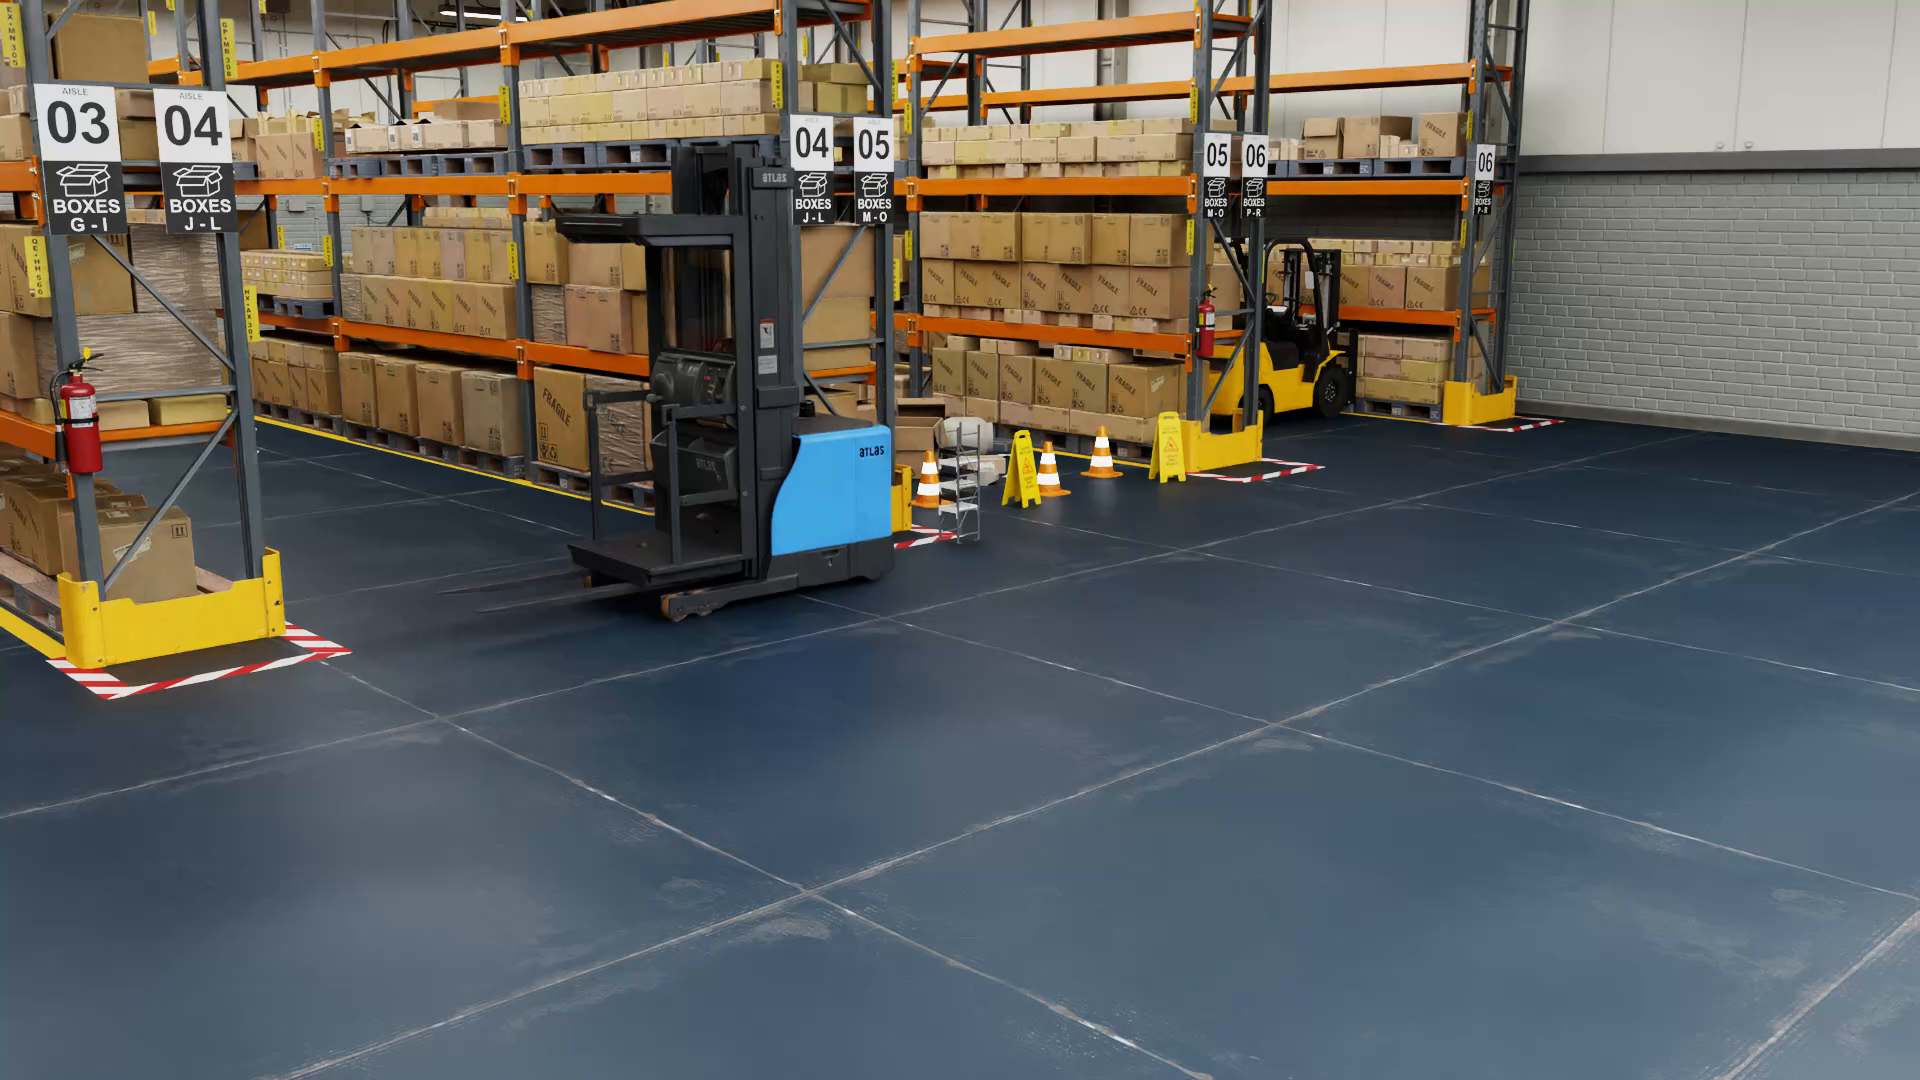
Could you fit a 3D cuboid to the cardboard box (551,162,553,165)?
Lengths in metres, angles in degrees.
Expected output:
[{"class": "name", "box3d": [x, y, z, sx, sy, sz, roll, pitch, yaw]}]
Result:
[{"class": "cardboard box", "box3d": [-5.951, -5.851, 24.905, 0.500, 0.500, 0.500, -11, 16, -42]}]

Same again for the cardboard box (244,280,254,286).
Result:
[{"class": "cardboard box", "box3d": [-8.190, -2.992, 19.583, 0.250, 0.149, 0.380, 11, 16, 43]}]

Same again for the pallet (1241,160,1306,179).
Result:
[{"class": "pallet", "box3d": [4.023, -4.792, 21.524, 1.003, 0.211, 1.213, -11, 16, -43]}]

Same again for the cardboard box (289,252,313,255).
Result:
[{"class": "cardboard box", "box3d": [-7.889, -3.410, 20.139, 0.250, 0.149, 0.380, 11, 16, 43]}]

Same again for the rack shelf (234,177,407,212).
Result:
[{"class": "rack shelf", "box3d": [-7.826, -4.083, 19.645, 1.077, 0.370, 4.000, -11, 16, -43]}]

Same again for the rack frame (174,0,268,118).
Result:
[{"class": "rack frame", "box3d": [-9.207, -6.196, 20.687, 1.000, 3.000, 0.127, -11, 16, -43]}]

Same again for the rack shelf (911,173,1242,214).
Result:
[{"class": "rack shelf", "box3d": [1.209, -3.620, 17.398, 1.077, 0.370, 4.000, -11, 16, -43]}]

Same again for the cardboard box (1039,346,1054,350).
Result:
[{"class": "cardboard box", "box3d": [0.784, -1.898, 18.607, 0.500, 0.500, 0.500, -11, 16, -42]}]

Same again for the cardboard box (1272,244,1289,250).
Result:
[{"class": "cardboard box", "box3d": [4.152, -3.764, 21.156, 0.380, 0.149, 0.250, -11, 16, -43]}]

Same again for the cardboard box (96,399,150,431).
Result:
[{"class": "cardboard box", "box3d": [-4.923, -0.720, 9.596, 0.380, 0.149, 0.250, -11, 16, -43]}]

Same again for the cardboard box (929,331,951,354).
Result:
[{"class": "cardboard box", "box3d": [-0.132, -3.159, 25.964, 0.500, 0.500, 0.500, -11, 16, -43]}]

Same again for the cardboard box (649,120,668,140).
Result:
[{"class": "cardboard box", "box3d": [-2.271, -3.294, 13.368, 0.380, 0.149, 0.250, -11, 16, -42]}]

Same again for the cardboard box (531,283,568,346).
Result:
[{"class": "cardboard box", "box3d": [-3.419, -2.112, 15.357, 0.875, 0.550, 0.550, -11, 16, -43]}]

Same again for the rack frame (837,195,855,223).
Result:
[{"class": "rack frame", "box3d": [-2.109, -4.655, 28.072, 1.000, 3.000, 0.127, -11, 16, -43]}]

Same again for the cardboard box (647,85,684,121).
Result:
[{"class": "cardboard box", "box3d": [-2.151, -3.482, 13.290, 0.500, 0.250, 0.500, -11, 16, -43]}]

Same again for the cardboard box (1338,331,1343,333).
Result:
[{"class": "cardboard box", "box3d": [4.577, -2.497, 20.893, 0.500, 0.250, 0.500, -11, 16, -44]}]

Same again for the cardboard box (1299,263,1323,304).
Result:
[{"class": "cardboard box", "box3d": [4.587, -3.211, 20.817, 0.500, 0.500, 0.500, -11, 16, -42]}]

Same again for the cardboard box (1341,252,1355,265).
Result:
[{"class": "cardboard box", "box3d": [4.832, -3.466, 20.444, 0.380, 0.149, 0.250, -11, 16, -42]}]

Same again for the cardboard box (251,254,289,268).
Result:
[{"class": "cardboard box", "box3d": [-8.006, -3.245, 19.336, 0.380, 0.149, 0.250, -10, 15, -40]}]

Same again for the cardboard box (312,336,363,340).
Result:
[{"class": "cardboard box", "box3d": [-7.428, -2.305, 19.963, 0.500, 0.250, 0.500, -11, 16, -42]}]

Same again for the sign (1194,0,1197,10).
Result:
[{"class": "sign", "box3d": [3.032, -6.845, 21.322, 0.100, 0.325, 0.005, -11, 16, -43]}]

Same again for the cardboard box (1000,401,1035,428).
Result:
[{"class": "cardboard box", "box3d": [0.786, -1.377, 17.935, 0.500, 0.250, 0.500, -11, 16, -43]}]

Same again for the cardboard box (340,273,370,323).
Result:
[{"class": "cardboard box", "box3d": [-6.330, -2.620, 17.948, 0.500, 0.500, 0.500, -11, 16, -42]}]

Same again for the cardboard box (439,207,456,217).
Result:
[{"class": "cardboard box", "box3d": [-8.085, -5.230, 26.531, 0.380, 0.149, 0.250, -10, 15, -41]}]

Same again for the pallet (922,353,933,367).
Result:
[{"class": "pallet", "box3d": [0.165, -2.820, 26.074, 1.003, 0.211, 1.213, -11, 16, -43]}]

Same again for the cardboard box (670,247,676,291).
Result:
[{"class": "cardboard box", "box3d": [-1.883, -2.337, 13.772, 0.875, 0.550, 0.550, -11, 16, -43]}]

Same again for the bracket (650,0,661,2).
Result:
[{"class": "bracket", "box3d": [-4.261, -9.970, 30.085, 0.076, 0.066, 4.783, -11, 16, -43]}]

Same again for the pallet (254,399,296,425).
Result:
[{"class": "pallet", "box3d": [-7.821, -1.601, 20.158, 1.003, 0.211, 1.213, -11, 16, -43]}]

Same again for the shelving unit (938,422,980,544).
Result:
[{"class": "shelving unit", "box3d": [-0.005, -0.442, 12.826, 0.258, 0.900, 0.210, -11, 16, -43]}]

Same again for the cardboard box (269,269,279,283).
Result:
[{"class": "cardboard box", "box3d": [-7.656, -3.025, 19.004, 0.380, 0.149, 0.250, -11, 16, -42]}]

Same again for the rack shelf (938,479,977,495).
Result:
[{"class": "rack shelf", "box3d": [-0.005, -0.409, 12.833, 0.258, 0.077, 0.200, -11, 16, -43]}]

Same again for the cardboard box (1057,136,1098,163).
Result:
[{"class": "cardboard box", "box3d": [1.334, -3.938, 16.795, 0.500, 0.250, 0.500, -10, 16, -41]}]

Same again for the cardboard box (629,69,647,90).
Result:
[{"class": "cardboard box", "box3d": [-2.451, -3.723, 13.471, 0.380, 0.149, 0.250, -11, 16, -42]}]

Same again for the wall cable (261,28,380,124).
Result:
[{"class": "wall cable", "box3d": [-12.045, -8.380, 31.286, 2.355, 3.000, 0.029, -11, 16, -43]}]

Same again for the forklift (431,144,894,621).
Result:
[{"class": "forklift", "box3d": [-1.903, -1.046, 10.726, 3.031, 2.935, 1.130, -10, 15, -40]}]

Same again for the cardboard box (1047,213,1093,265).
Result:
[{"class": "cardboard box", "box3d": [1.309, -3.075, 16.940, 0.700, 0.500, 0.500, -11, 16, -43]}]

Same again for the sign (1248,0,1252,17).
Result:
[{"class": "sign", "box3d": [3.834, -7.034, 22.047, 0.100, 0.325, 0.005, -11, 16, -43]}]

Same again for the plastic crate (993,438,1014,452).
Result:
[{"class": "plastic crate", "box3d": [0.319, -1.022, 17.673, 0.583, 0.080, 0.402, 6, 13, 26]}]

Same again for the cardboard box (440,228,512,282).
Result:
[{"class": "cardboard box", "box3d": [-4.735, -2.849, 16.583, 0.700, 0.500, 0.500, -11, 16, -42]}]

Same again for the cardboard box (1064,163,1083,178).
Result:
[{"class": "cardboard box", "box3d": [1.278, -3.761, 16.923, 0.250, 0.149, 0.380, 11, 16, 44]}]

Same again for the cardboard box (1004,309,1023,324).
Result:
[{"class": "cardboard box", "box3d": [0.690, -2.393, 17.717, 0.380, 0.149, 0.250, -11, 16, -42]}]

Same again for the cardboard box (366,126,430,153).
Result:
[{"class": "cardboard box", "box3d": [-5.758, -4.115, 17.102, 0.500, 0.250, 0.500, -10, 16, -41]}]

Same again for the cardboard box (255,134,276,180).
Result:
[{"class": "cardboard box", "box3d": [-7.720, -4.385, 19.081, 0.500, 0.500, 0.500, -11, 16, -43]}]

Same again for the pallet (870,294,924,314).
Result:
[{"class": "pallet", "box3d": [-0.594, -2.833, 19.704, 1.003, 0.211, 1.213, -11, 16, -43]}]

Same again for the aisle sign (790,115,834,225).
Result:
[{"class": "aisle sign", "box3d": [-1.088, -2.728, 12.276, 0.394, 0.787, 0.004, -11, 16, -43]}]

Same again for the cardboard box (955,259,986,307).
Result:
[{"class": "cardboard box", "box3d": [0.294, -2.817, 18.165, 0.500, 0.500, 0.500, -11, 16, -43]}]

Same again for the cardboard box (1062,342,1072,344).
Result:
[{"class": "cardboard box", "box3d": [1.996, -2.828, 24.050, 0.625, 0.625, 0.875, 11, 16, 43]}]

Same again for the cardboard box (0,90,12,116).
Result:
[{"class": "cardboard box", "box3d": [-5.357, -2.497, 9.550, 0.250, 0.149, 0.380, 11, 16, 43]}]

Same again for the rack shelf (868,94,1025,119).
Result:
[{"class": "rack shelf", "box3d": [-0.728, -6.753, 26.163, 1.077, 0.370, 4.000, -11, 16, -43]}]

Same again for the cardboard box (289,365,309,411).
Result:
[{"class": "cardboard box", "box3d": [-7.444, -1.792, 19.328, 0.500, 0.500, 0.500, -10, 15, -40]}]

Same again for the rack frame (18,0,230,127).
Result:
[{"class": "rack frame", "box3d": [-4.577, -3.769, 8.903, 1.000, 3.000, 0.127, -11, 16, -43]}]

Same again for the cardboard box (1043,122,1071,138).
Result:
[{"class": "cardboard box", "box3d": [1.060, -4.175, 16.957, 0.380, 0.149, 0.250, -10, 16, -41]}]

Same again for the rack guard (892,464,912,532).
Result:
[{"class": "rack guard", "box3d": [-0.903, -0.279, 13.027, 1.175, 0.500, 0.348, -11, 16, -43]}]
